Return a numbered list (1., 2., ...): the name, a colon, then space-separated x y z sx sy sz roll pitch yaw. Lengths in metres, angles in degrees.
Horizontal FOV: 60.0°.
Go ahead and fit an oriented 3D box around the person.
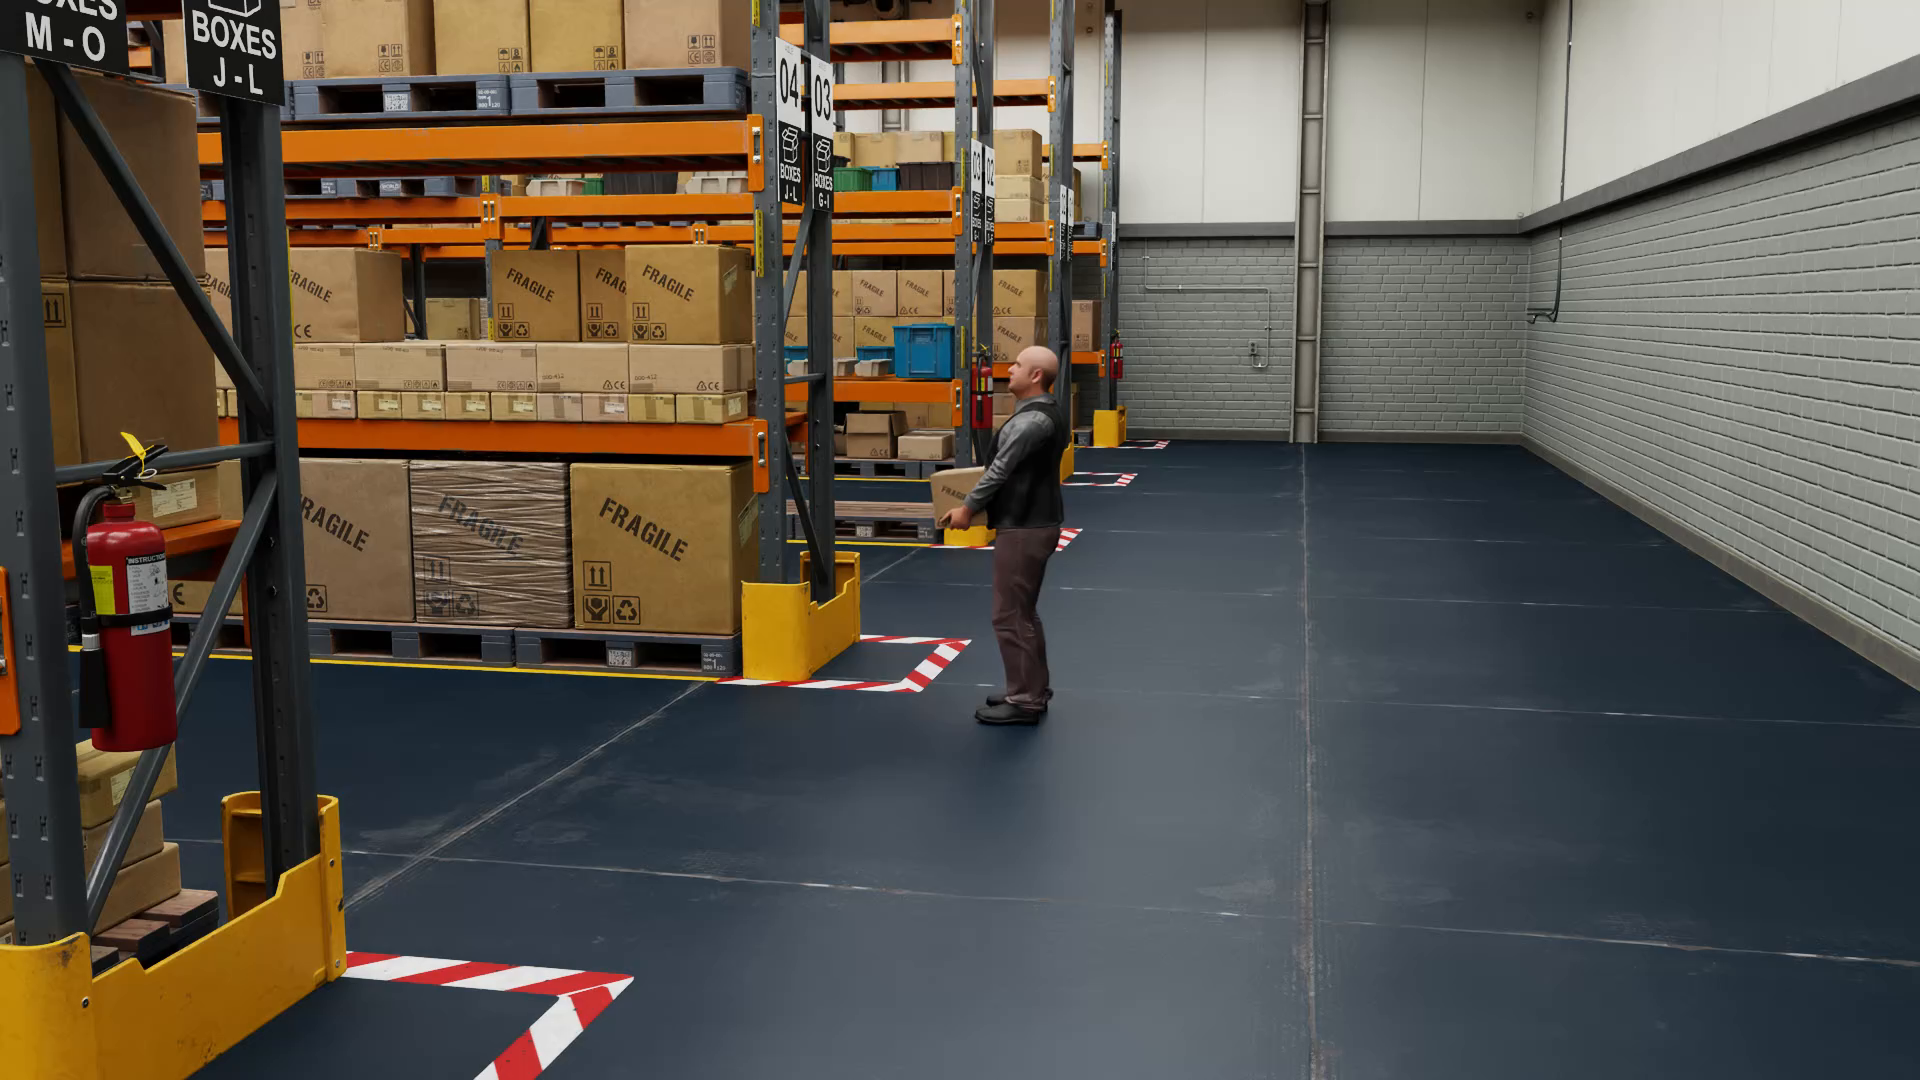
1. person: 0.202 -0.028 7.626 0.550 1.714 0.496 2 8 11
